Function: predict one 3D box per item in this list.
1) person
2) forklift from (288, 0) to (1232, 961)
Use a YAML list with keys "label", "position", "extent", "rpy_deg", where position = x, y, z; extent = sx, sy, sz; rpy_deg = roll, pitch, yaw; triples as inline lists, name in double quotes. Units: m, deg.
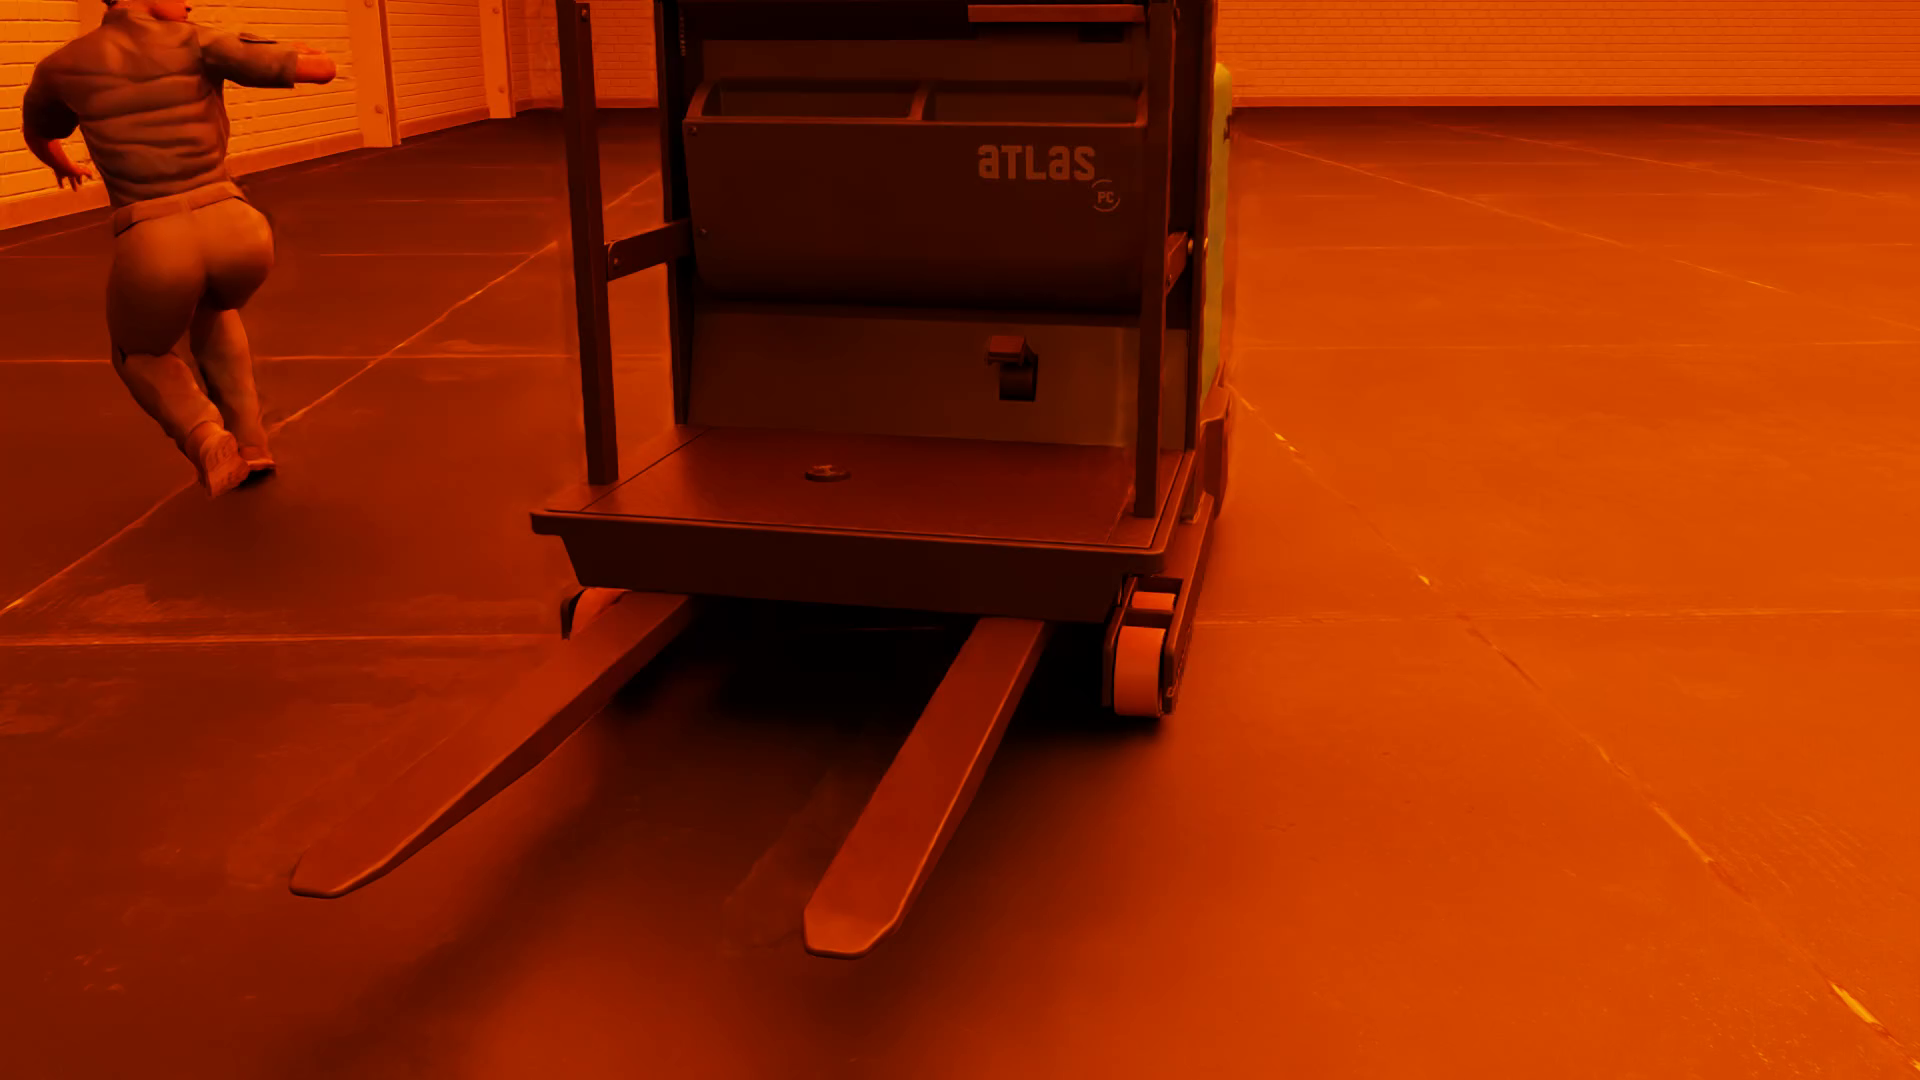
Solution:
- label: "person"
  position: [-1.974, -0.819, 4.278]
  extent: [0.690, 1.373, 0.966]
  rpy_deg: [-10, 20, -31]
- label: "forklift"
  position: [-0.111, -1.207, 2.854]
  extent: [1.130, 2.935, 3.031]
  rpy_deg: [4, 17, 12]
